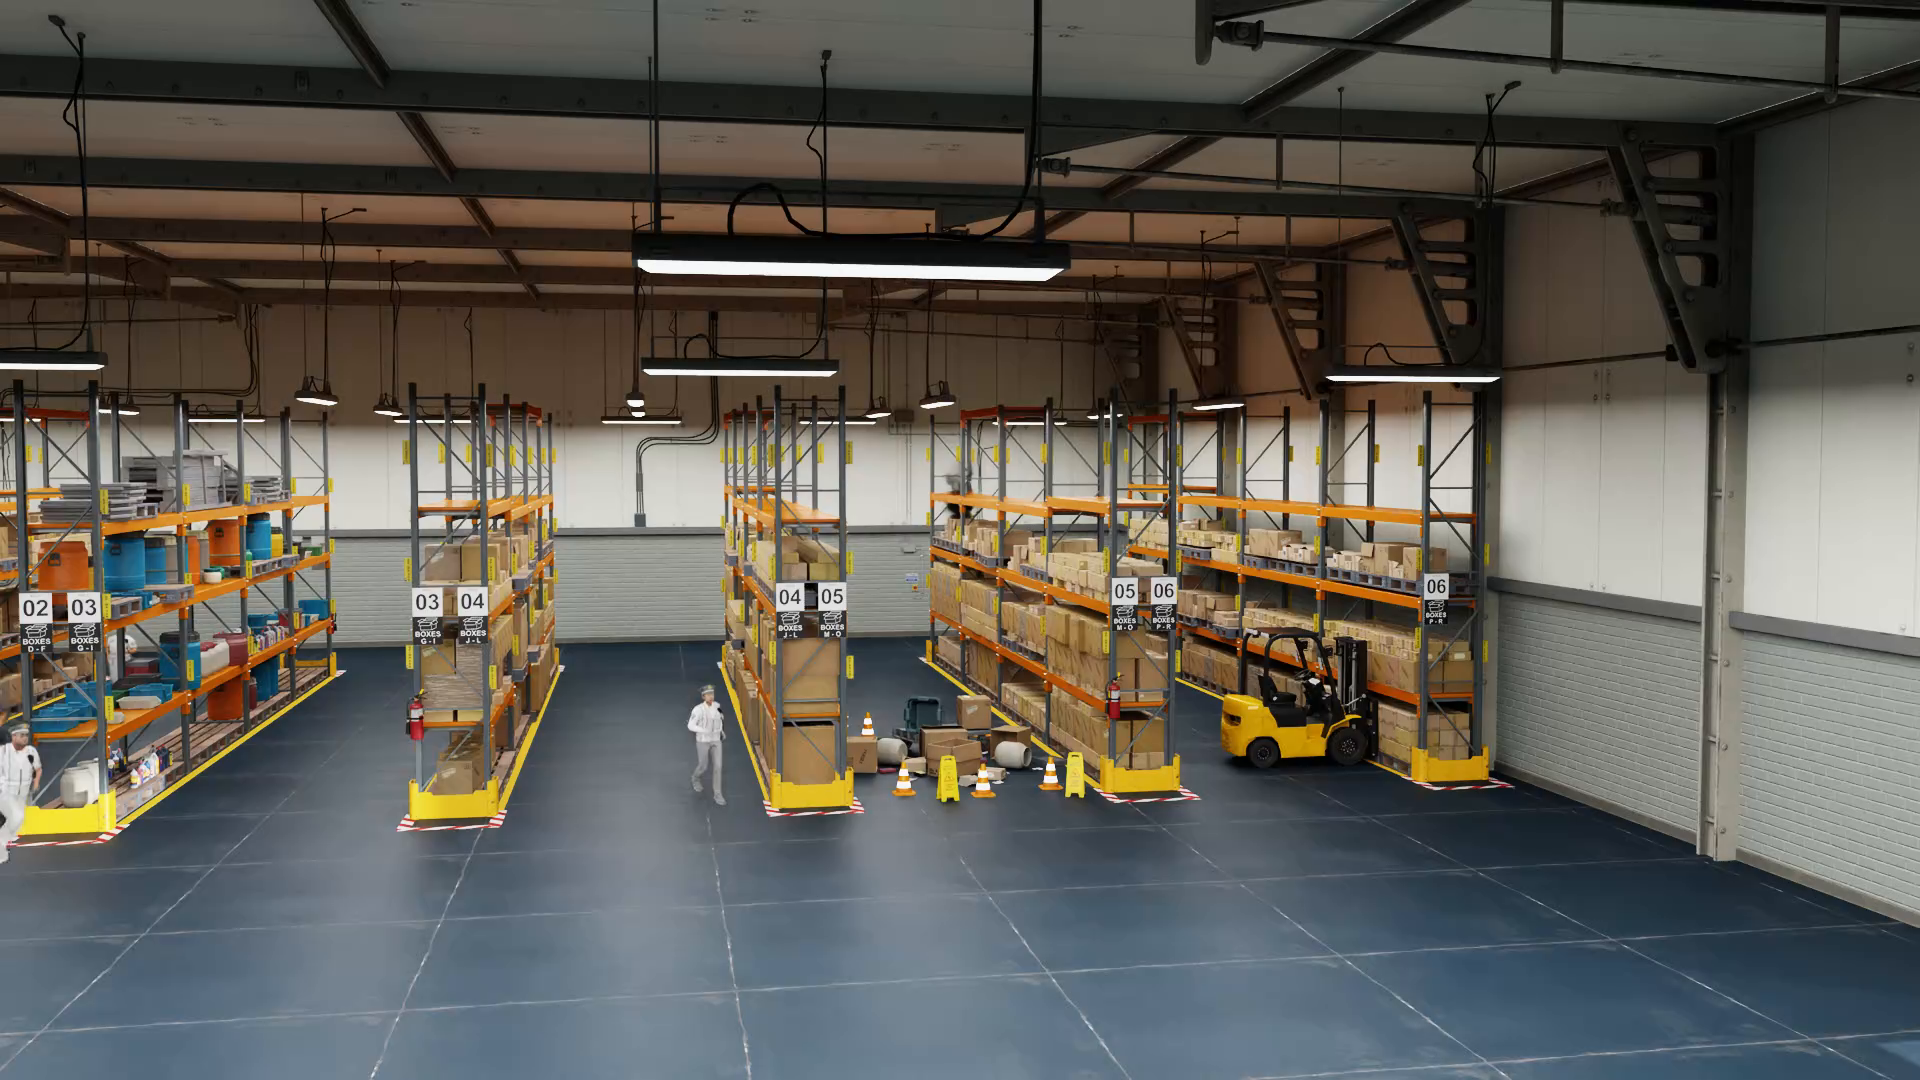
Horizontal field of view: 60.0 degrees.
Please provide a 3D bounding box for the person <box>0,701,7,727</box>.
[{"bbox_3d":[-14.709,2.959,25.048,0.605,1.611,0.812,-1,3,-22],"label":"person"}]

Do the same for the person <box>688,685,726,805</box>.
[{"bbox_3d":[-3.641,2.926,24.058,0.620,1.694,0.933,-2,3,-30],"label":"person"}]

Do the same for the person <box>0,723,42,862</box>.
[{"bbox_3d":[-11.660,3.116,20.518,0.644,1.705,0.697,2,3,28],"label":"person"}]

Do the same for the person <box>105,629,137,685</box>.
[{"bbox_3d":[-16.625,2.493,32.949,0.588,1.708,0.846,-1,3,-24],"label":"person"}]
